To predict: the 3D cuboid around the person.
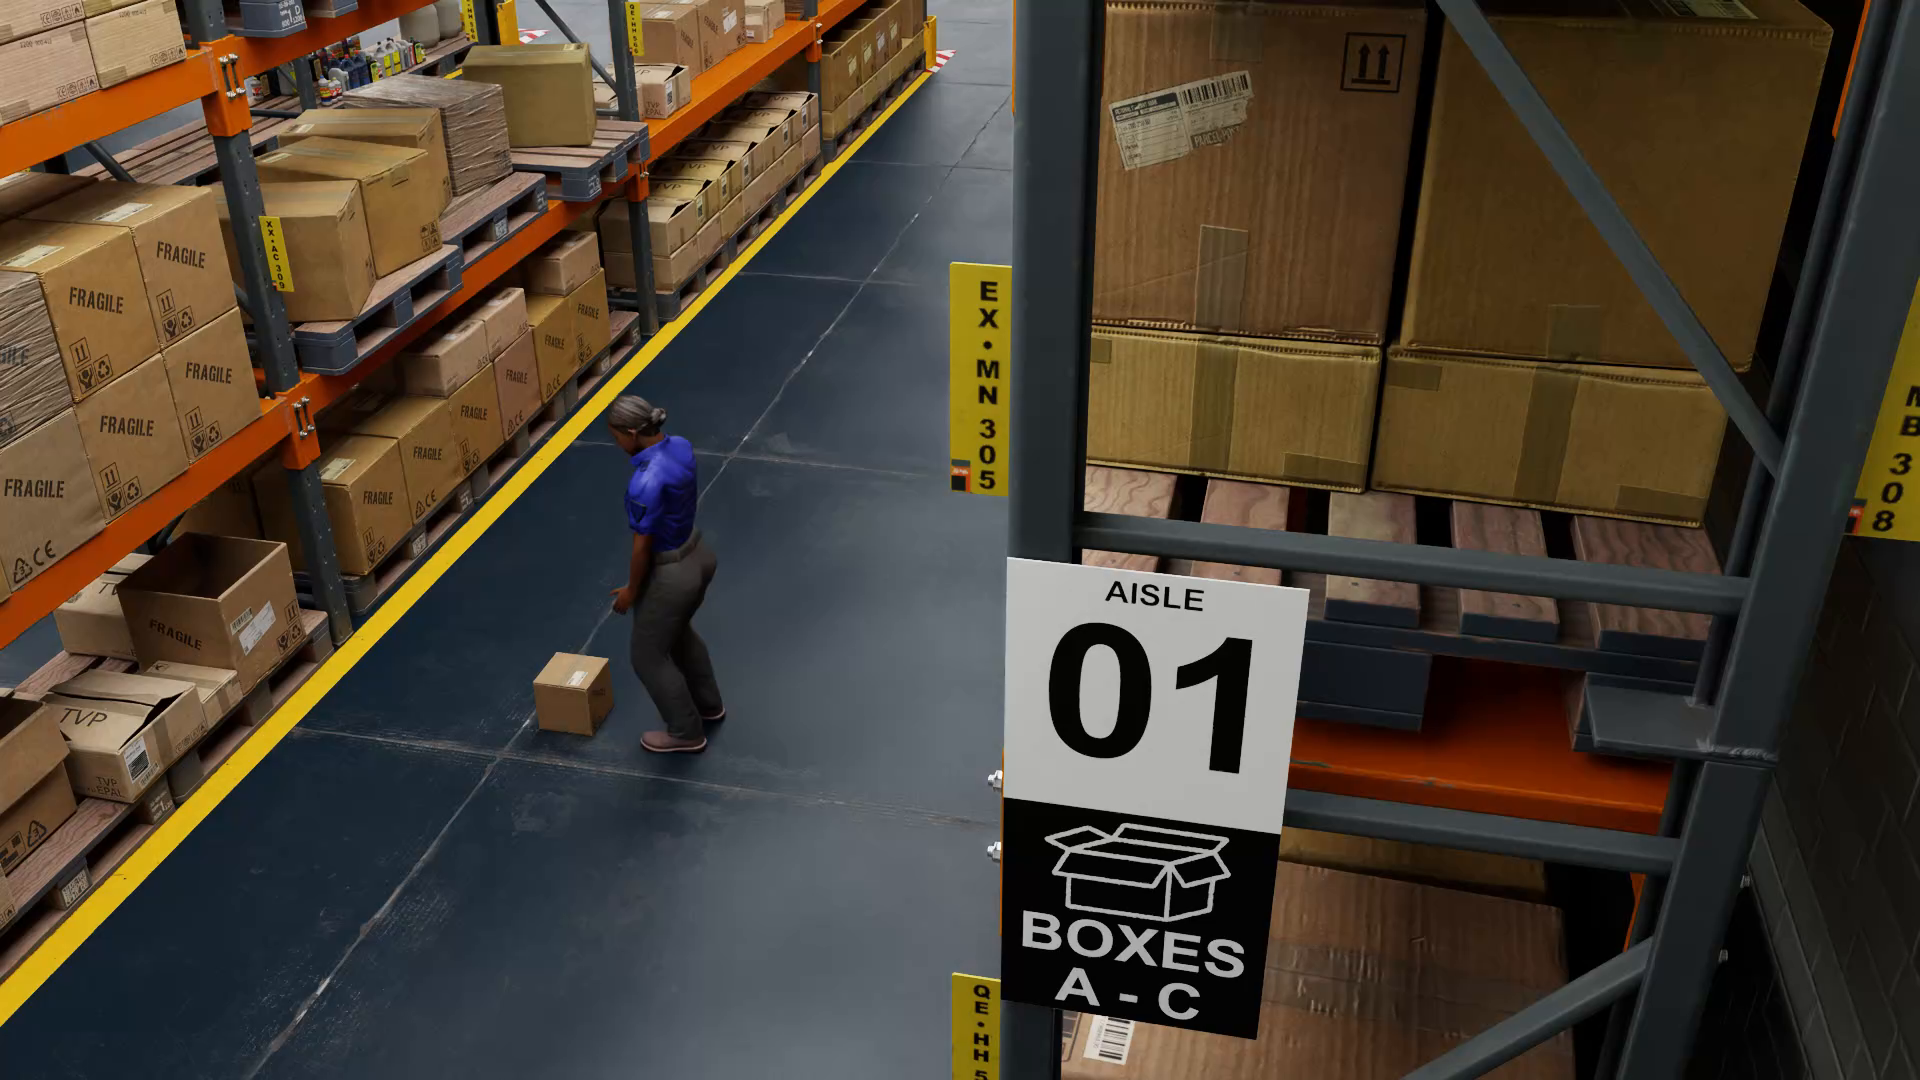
[{"bbox_3d":[-1.383,0.535,7.188,0.841,0.813,0.474,6,29,10],"label":"person"}]
